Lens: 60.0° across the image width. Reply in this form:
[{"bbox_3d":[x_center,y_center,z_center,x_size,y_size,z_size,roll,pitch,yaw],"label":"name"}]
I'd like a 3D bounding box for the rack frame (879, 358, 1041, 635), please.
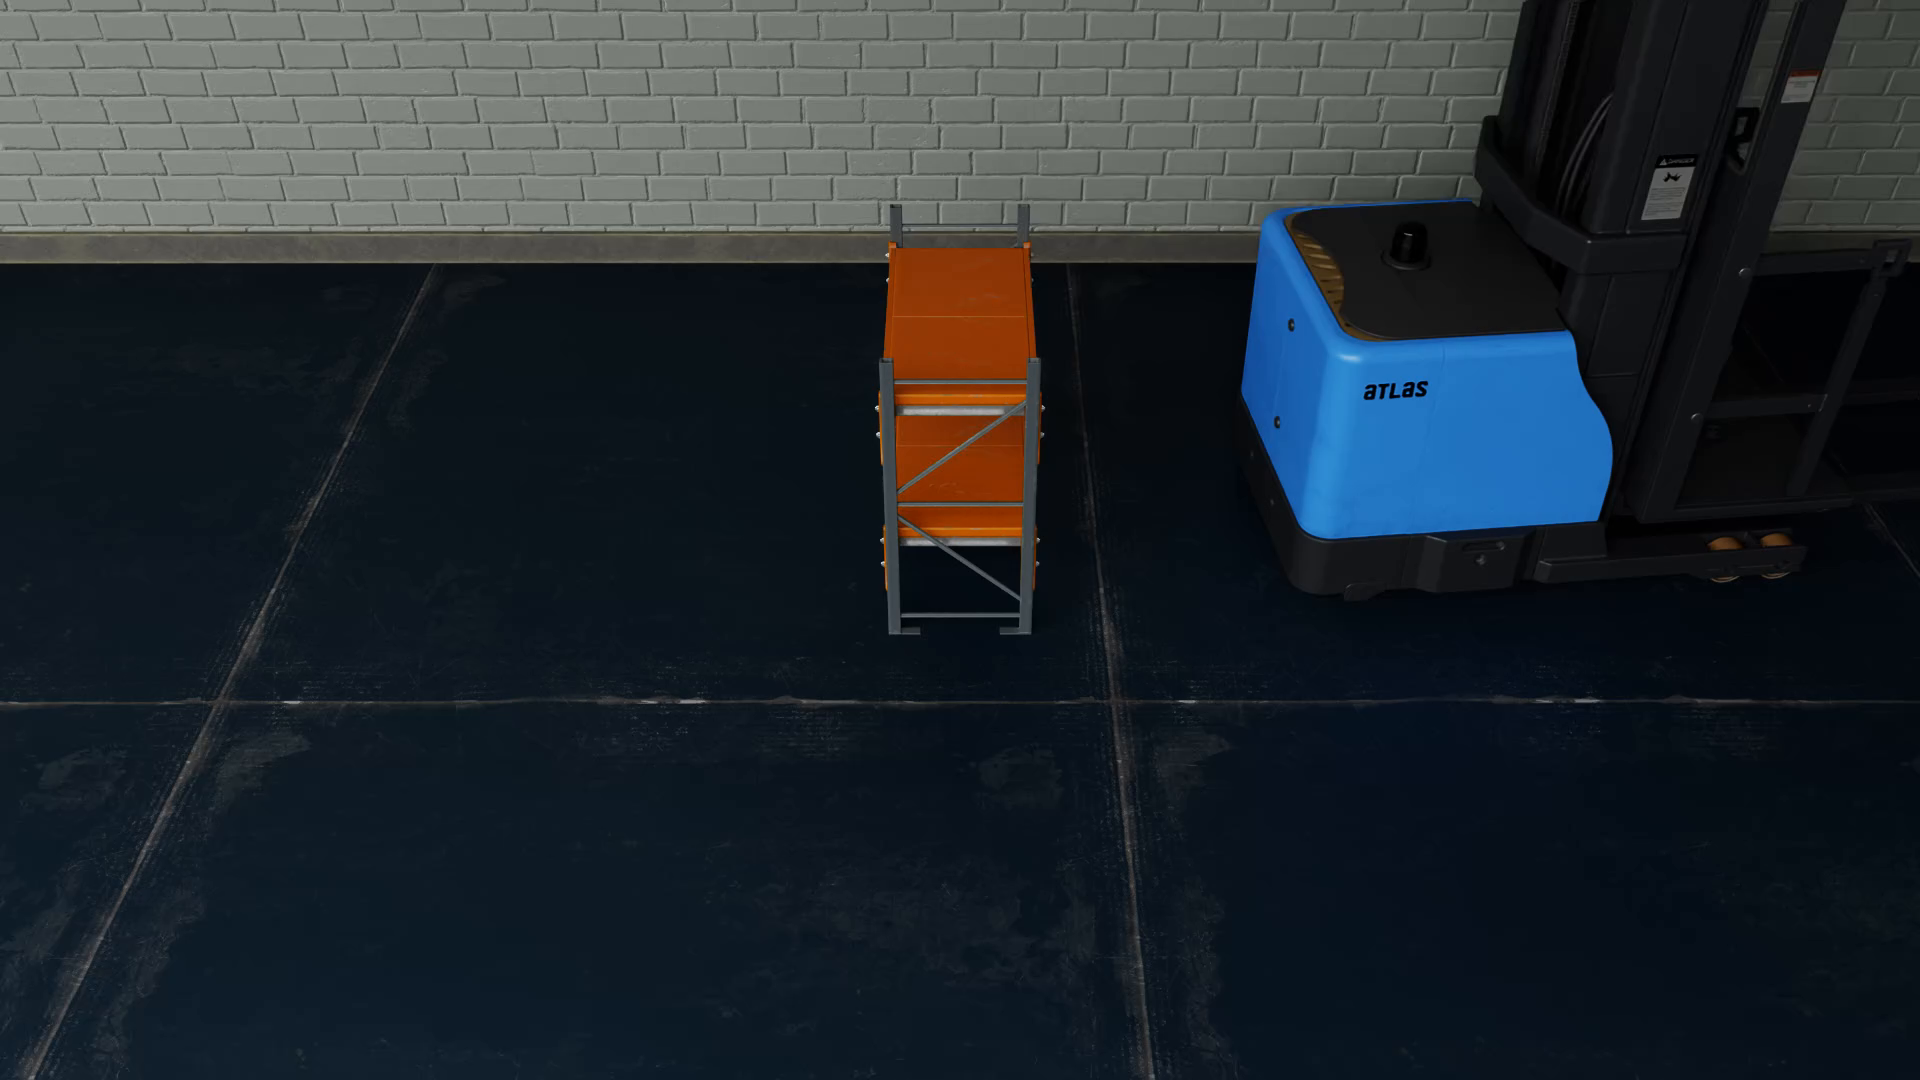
[{"bbox_3d":[0.001,-0.117,5.496,0.500,1.125,0.032,0,39,0],"label":"rack frame"}]

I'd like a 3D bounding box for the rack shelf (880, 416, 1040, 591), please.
[{"bbox_3d":[0.000,-0.244,6.046,0.538,0.278,1.000,0,39,0],"label":"rack shelf"}]

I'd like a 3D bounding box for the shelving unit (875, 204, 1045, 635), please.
[{"bbox_3d":[0.000,-0.435,5.893,0.538,1.125,1.048,0,39,0],"label":"shelving unit"}]

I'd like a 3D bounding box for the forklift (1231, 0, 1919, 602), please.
[{"bbox_3d":[2.633,-1.316,5.548,3.031,2.935,1.130,-4,39,-5],"label":"forklift"}]

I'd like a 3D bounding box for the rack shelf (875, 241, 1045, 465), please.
[{"bbox_3d":[0.000,-0.663,5.710,0.538,0.278,1.000,0,39,0],"label":"rack shelf"}]

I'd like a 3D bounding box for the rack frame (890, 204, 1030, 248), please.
[{"bbox_3d":[-0.001,-0.753,6.290,0.500,1.125,0.032,0,39,0],"label":"rack frame"}]
